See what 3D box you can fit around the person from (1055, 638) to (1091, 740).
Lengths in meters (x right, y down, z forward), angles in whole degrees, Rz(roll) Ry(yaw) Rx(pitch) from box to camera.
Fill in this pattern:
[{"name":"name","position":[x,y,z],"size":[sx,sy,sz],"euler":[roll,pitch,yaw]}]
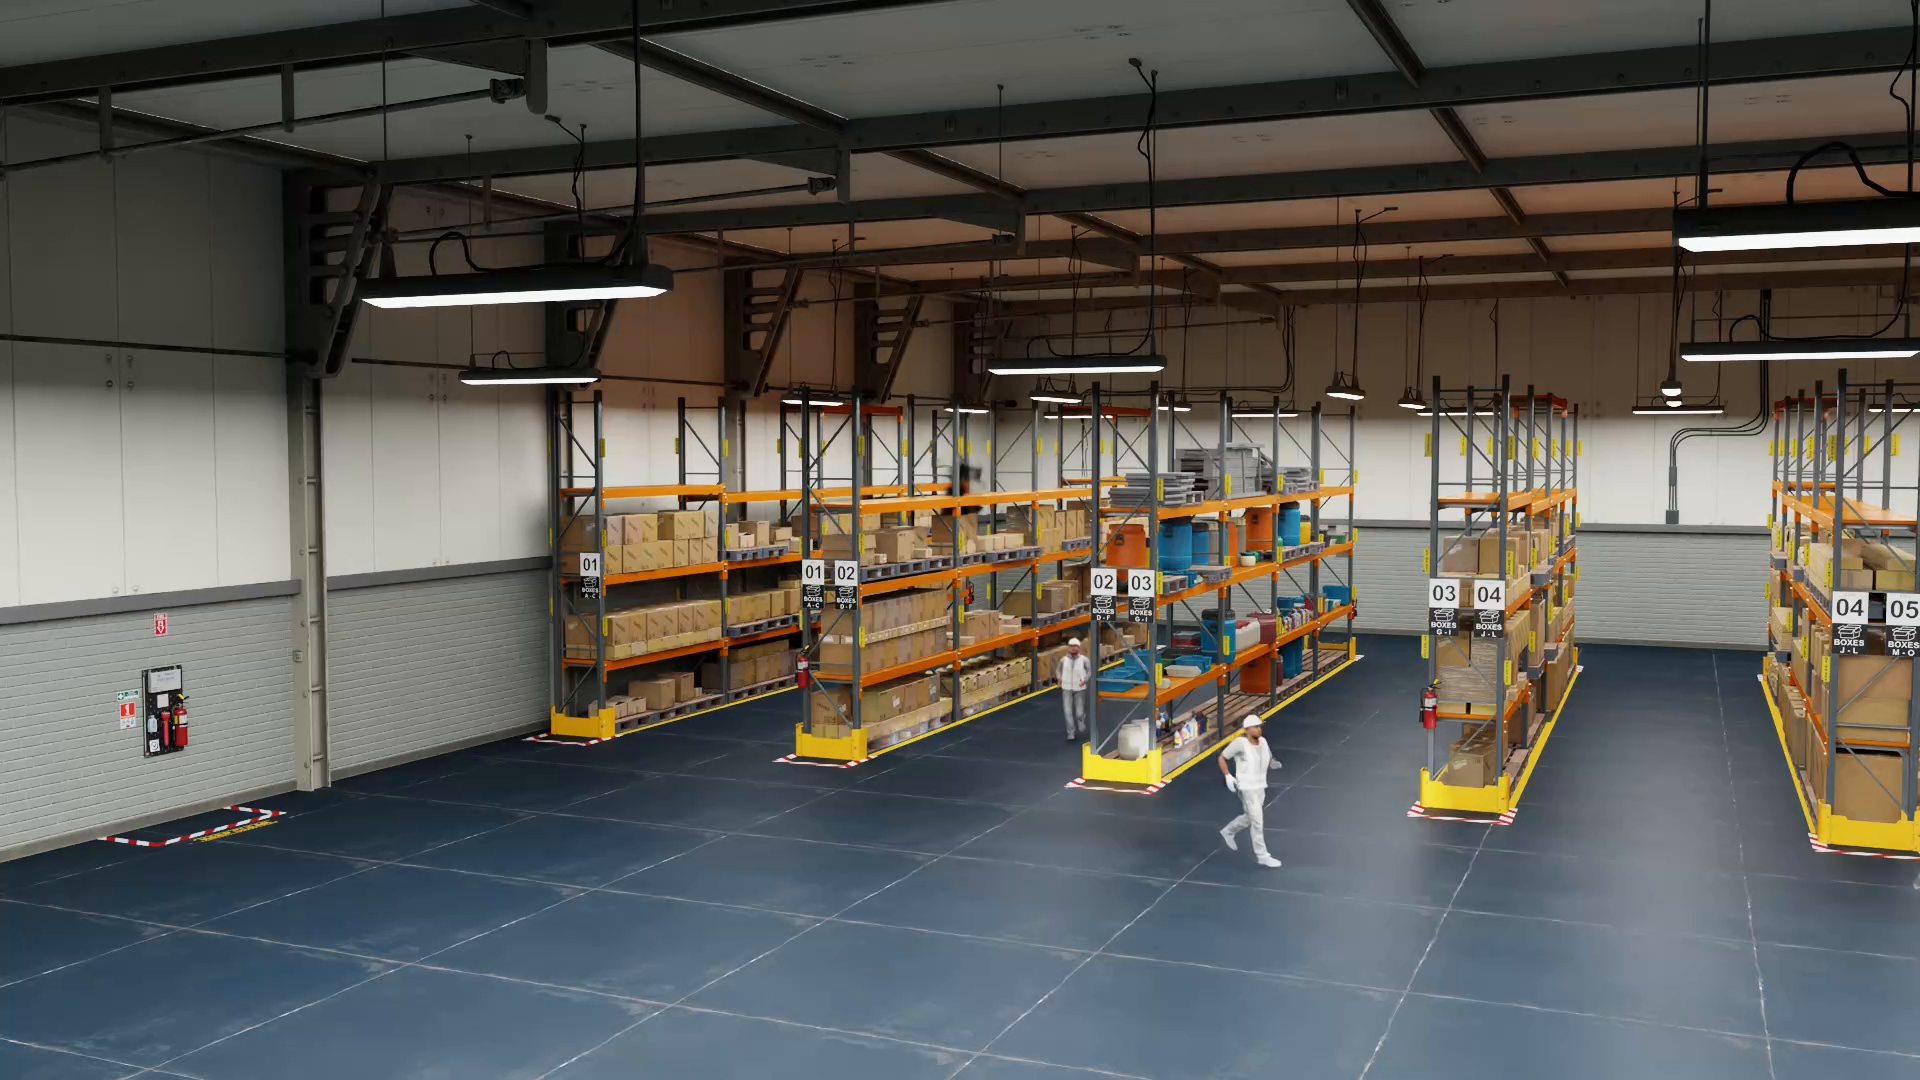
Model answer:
[{"name":"person","position":[1.958,2.553,28.652],"size":[0.661,1.724,0.647],"euler":[1,3,12]}]

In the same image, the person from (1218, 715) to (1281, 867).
[{"name":"person","position":[3.485,2.977,20.023],"size":[0.686,1.763,0.979],"euler":[-3,4,-40]}]
